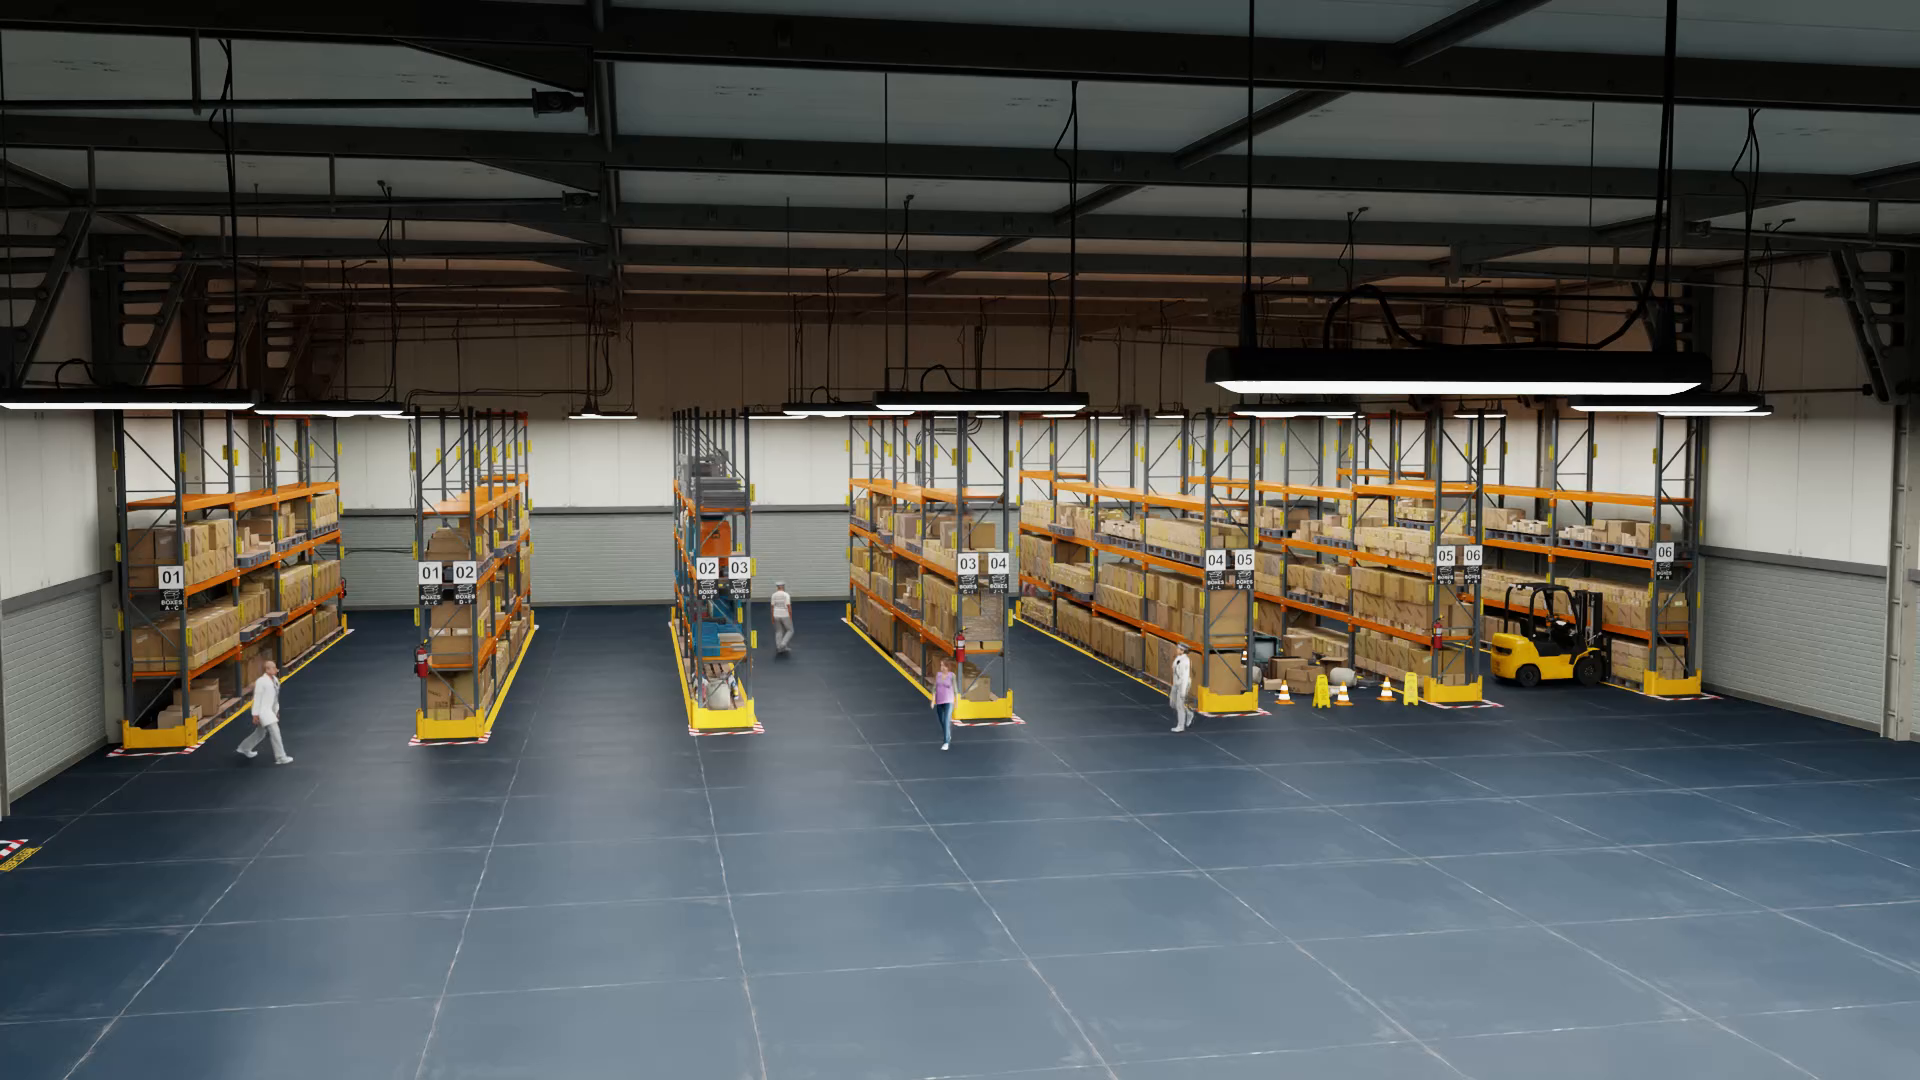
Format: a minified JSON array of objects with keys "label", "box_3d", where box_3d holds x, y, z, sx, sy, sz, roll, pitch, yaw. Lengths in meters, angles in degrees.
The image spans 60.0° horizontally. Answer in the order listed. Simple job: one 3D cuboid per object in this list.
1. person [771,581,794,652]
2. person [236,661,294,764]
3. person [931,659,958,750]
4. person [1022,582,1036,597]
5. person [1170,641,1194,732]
[{"label":"person","box_3d":[-4.433,1.915,41.266,0.573,1.758,0.516,2,4,24]},{"label":"person","box_3d":[-11.667,2.878,27.901,1.187,1.722,0.608,1,4,11]},{"label":"person","box_3d":[-0.268,2.863,29.245,0.433,1.560,0.844,2,5,27]},{"label":"person","box_3d":[2.095,1.318,50.077,0.440,1.680,0.493,-3,5,-32]},{"label":"person","box_3d":[4.140,2.684,30.705,0.559,1.679,0.461,-2,4,-25]}]
